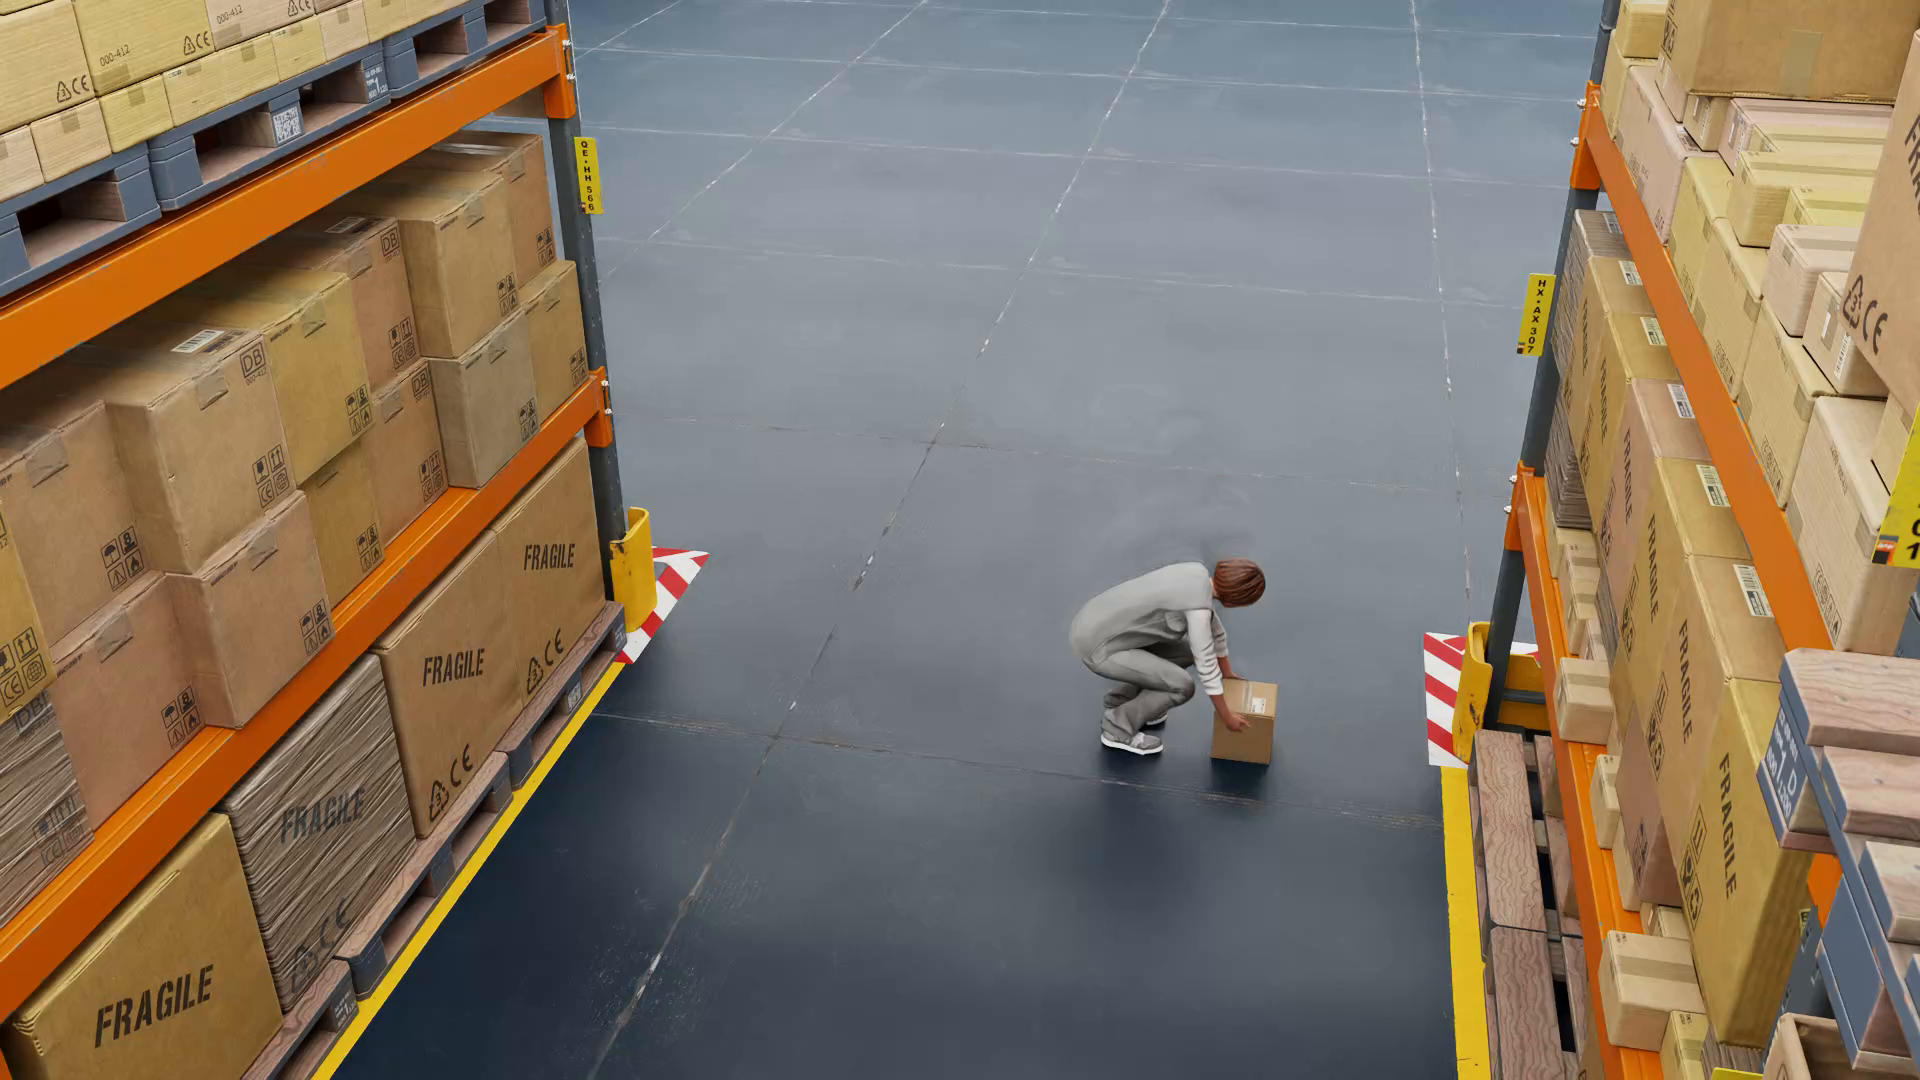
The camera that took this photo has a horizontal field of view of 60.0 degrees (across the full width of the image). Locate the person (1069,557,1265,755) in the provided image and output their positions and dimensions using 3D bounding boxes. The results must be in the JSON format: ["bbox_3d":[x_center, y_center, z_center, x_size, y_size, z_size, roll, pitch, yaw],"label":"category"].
[{"bbox_3d":[0.861,0.459,7.054,0.795,0.878,0.447,6,30,10],"label":"person"}]
